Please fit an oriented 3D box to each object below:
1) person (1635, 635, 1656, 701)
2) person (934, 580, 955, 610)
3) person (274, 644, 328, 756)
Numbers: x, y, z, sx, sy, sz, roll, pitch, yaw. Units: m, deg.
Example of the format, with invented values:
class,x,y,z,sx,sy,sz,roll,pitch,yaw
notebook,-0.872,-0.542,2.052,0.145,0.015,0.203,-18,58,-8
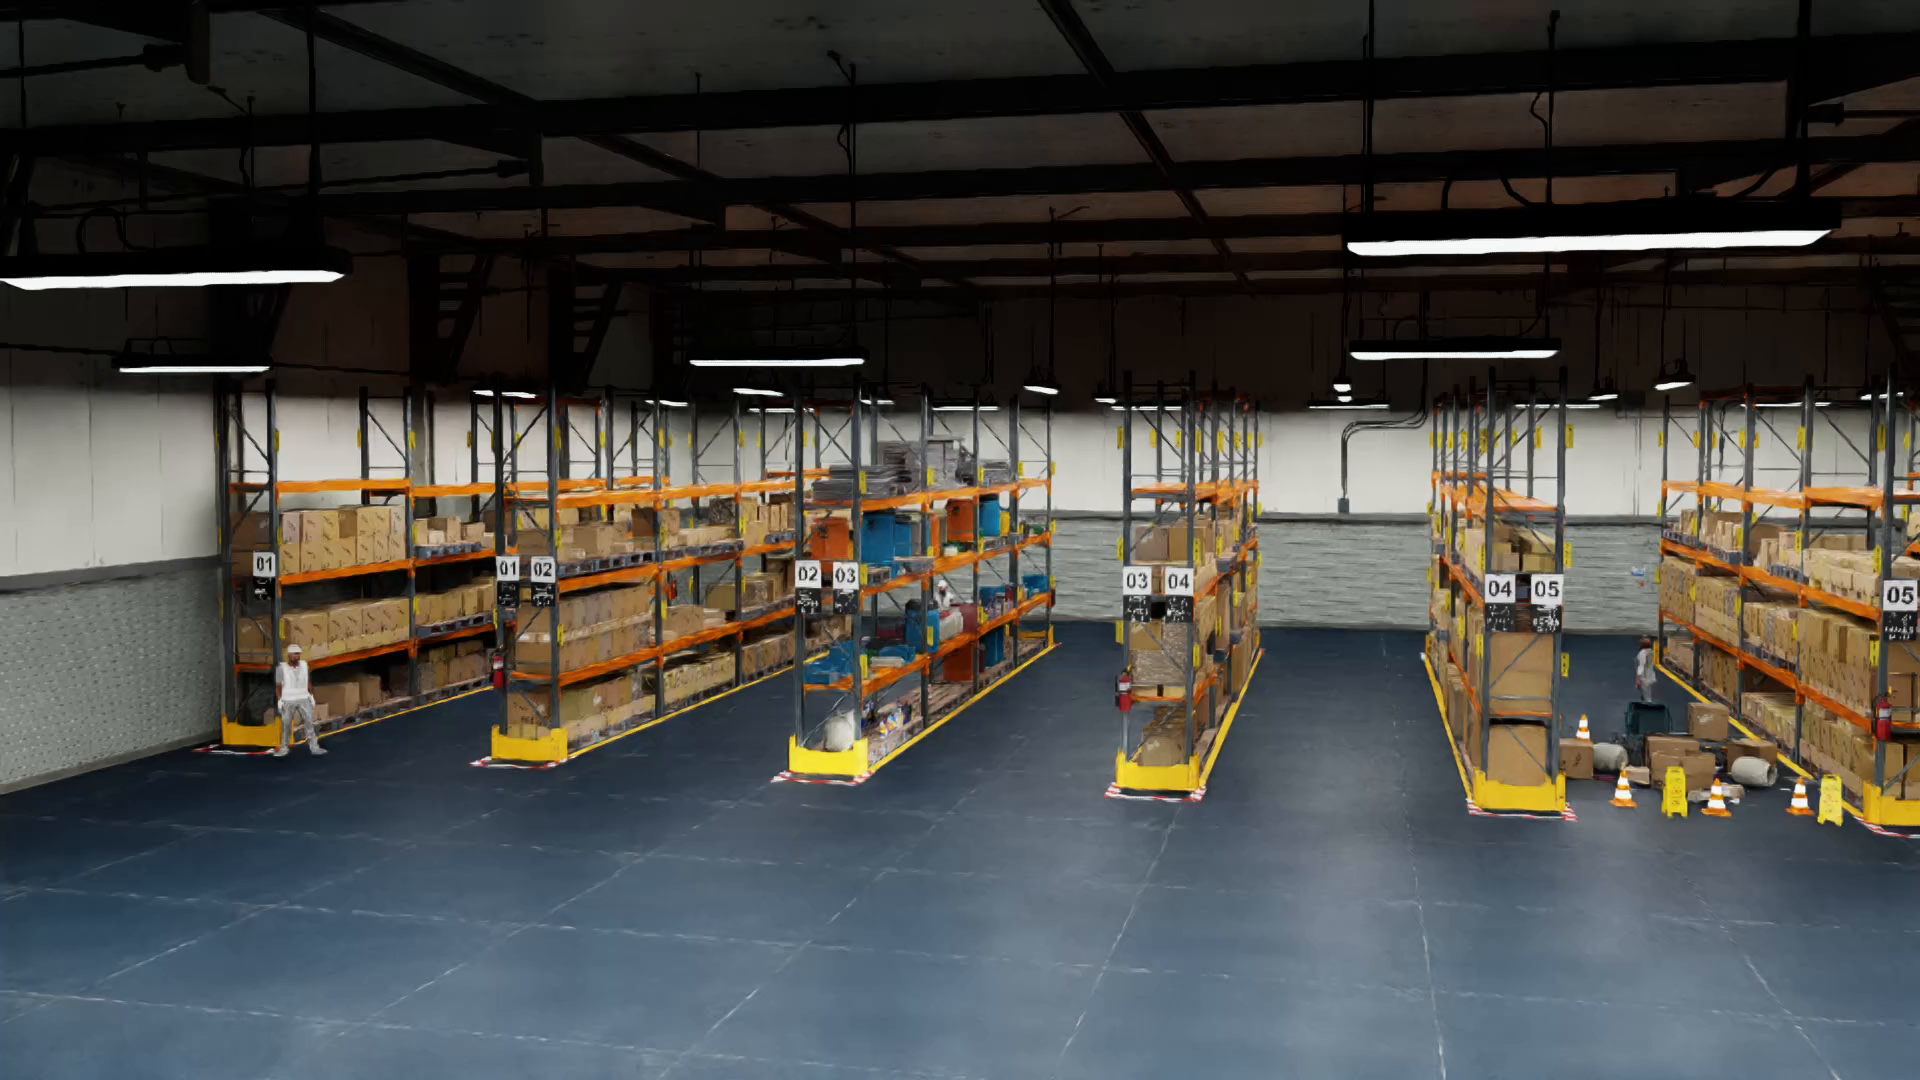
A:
class,x,y,z,sx,sy,sz,roll,pitch,yaw
person,11.951,2.454,29.023,0.511,1.596,0.494,3,5,42
person,-0.399,1.780,39.386,0.543,1.700,1.114,1,4,16
person,-10.464,2.522,26.288,0.734,1.774,0.576,-3,4,-38
